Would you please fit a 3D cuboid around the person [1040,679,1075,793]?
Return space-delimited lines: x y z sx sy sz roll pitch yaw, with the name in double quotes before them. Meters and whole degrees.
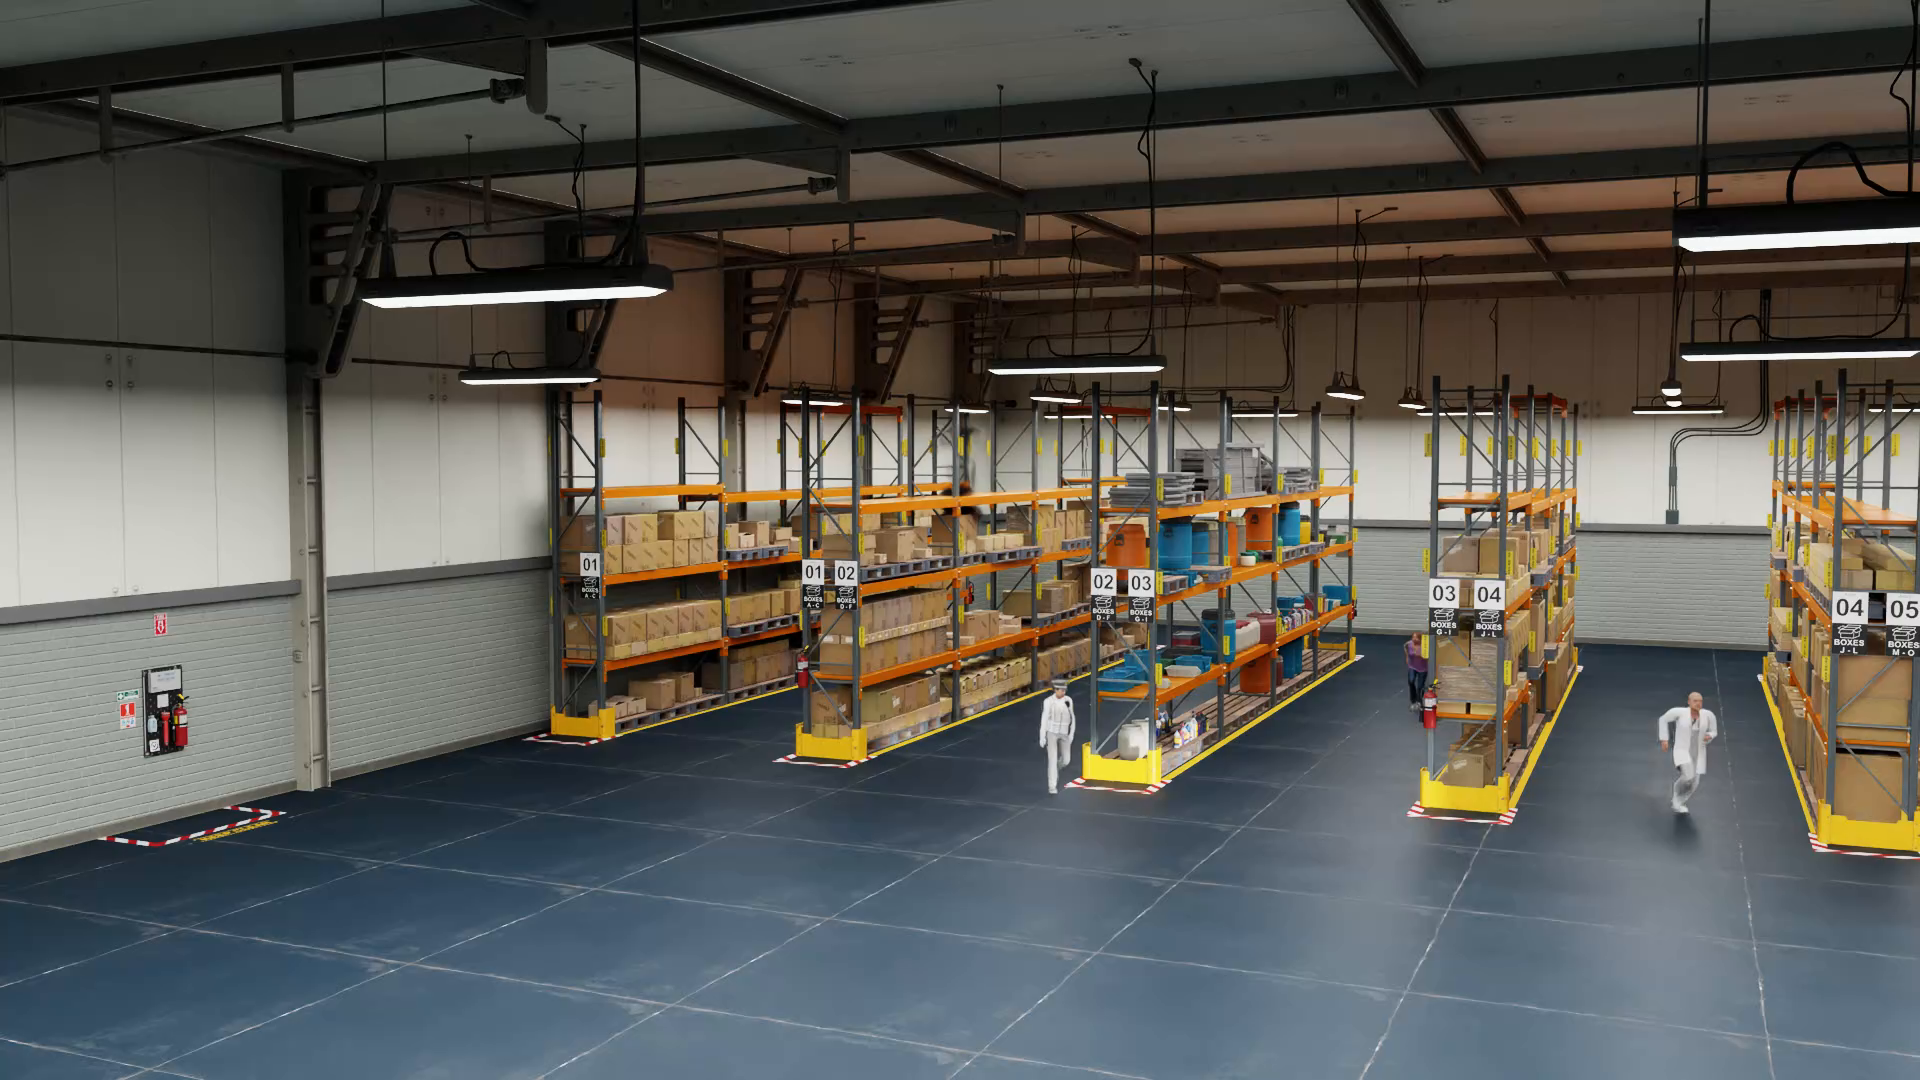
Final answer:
"person" 1.384 2.825 24.219 0.537 1.632 0.650 -1 3 -16

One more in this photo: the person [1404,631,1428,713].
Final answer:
"person" 8.655 2.478 31.463 0.530 1.561 0.857 1 3 21

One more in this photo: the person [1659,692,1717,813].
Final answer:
"person" 9.851 2.881 22.445 0.658 1.684 0.827 0 3 0
